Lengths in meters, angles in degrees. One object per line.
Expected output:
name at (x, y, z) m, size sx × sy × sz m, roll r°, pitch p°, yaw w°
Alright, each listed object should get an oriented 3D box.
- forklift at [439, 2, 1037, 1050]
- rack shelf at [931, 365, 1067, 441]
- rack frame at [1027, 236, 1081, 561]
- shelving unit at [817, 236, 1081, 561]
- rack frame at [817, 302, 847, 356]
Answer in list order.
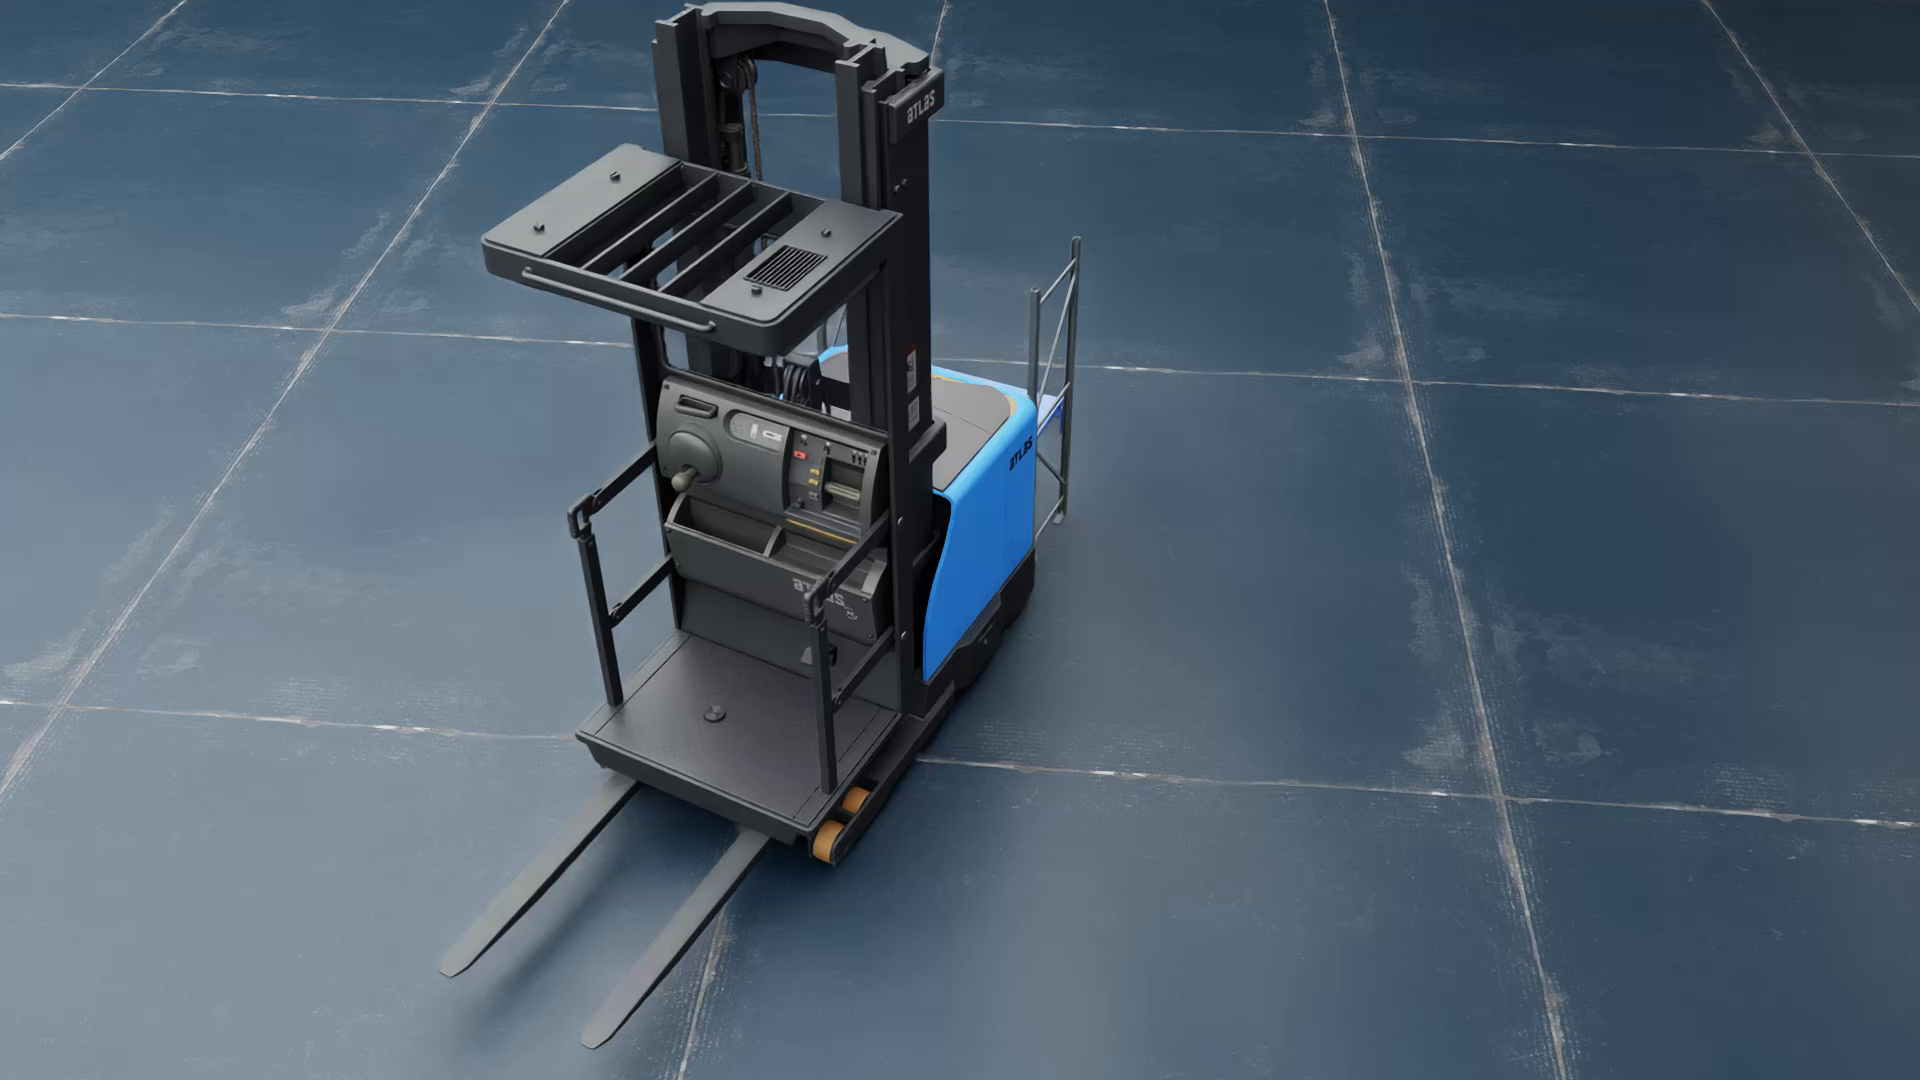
forklift at (-0.799, -0.221, 5.871) m, size 1.130 × 2.935 × 3.031 m, roll 18°, pitch 43°, yaw 21°
rack shelf at (-0.057, -0.572, 7.721) m, size 1.000 × 0.185 × 0.538 m, roll 16°, pitch 42°, yaw 19°
rack frame at (0.405, -0.579, 7.443) m, size 0.032 × 1.500 × 0.500 m, roll 16°, pitch 42°, yaw 19°
shelving unit at (-0.057, -0.712, 7.607) m, size 1.048 × 1.500 × 0.538 m, roll 16°, pitch 42°, yaw 19°
rack frame at (-0.520, -0.845, 7.771) m, size 0.032 × 1.500 × 0.500 m, roll 16°, pitch 42°, yaw 19°
